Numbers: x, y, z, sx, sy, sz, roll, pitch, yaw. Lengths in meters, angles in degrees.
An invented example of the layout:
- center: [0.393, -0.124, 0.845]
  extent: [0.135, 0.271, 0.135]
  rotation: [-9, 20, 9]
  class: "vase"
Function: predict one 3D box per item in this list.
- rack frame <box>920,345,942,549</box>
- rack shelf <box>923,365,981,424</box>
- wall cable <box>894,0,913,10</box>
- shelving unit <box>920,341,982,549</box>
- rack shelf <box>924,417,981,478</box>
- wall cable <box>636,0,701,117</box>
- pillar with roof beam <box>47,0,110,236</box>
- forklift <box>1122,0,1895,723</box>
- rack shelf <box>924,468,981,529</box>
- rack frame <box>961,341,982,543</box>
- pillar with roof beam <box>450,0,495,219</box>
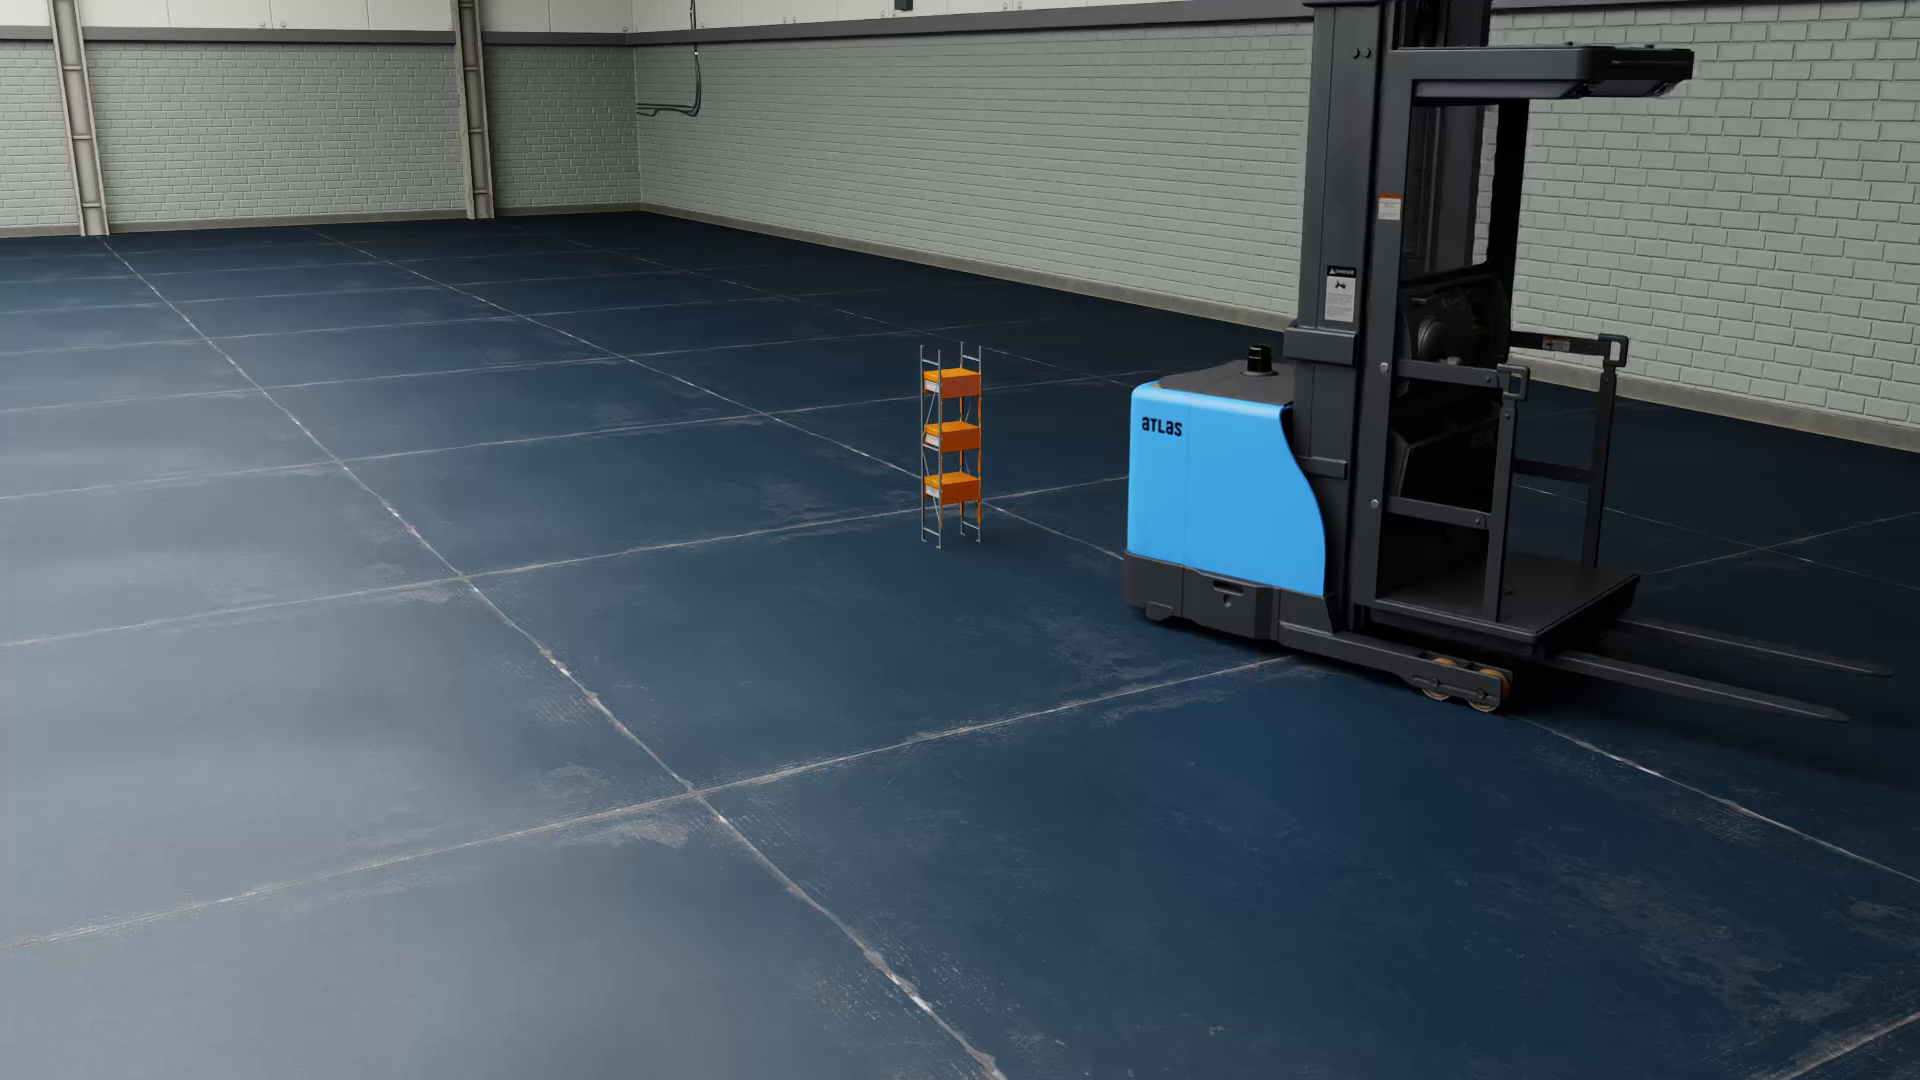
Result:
- center: [-0.150, -0.481, 8.681]
  extent: [0.008, 1.050, 0.200]
  rotation: [-9, 18, -30]
  class: "rack frame"
- center: [-0.046, -0.761, 8.668]
  extent: [0.240, 0.259, 0.215]
  rotation: [-9, 18, -30]
  class: "rack shelf"
- center: [-0.223, -9.457, 19.675]
  extent: [0.169, 6.003, 2.305]
  rotation: [-9, 18, -30]
  class: "wall cable"
- center: [-0.046, -0.498, 8.742]
  extent: [0.252, 1.050, 0.215]
  rotation: [-9, 18, -30]
  class: "shelving unit"
- center: [-0.046, -0.488, 8.744]
  extent: [0.240, 0.259, 0.215]
  rotation: [-9, 18, -30]
  class: "rack shelf"
- center: [-5.099, -8.523, 28.397]
  extent: [0.112, 2.526, 3.097]
  rotation: [-9, 18, -30]
  class: "wall cable"
- center: [-11.231, -8.085, 21.080]
  extent: [0.400, 9.000, 9.100]
  rotation: [-9, 18, -30]
  class: "pillar with roof beam"
- center: [2.187, -0.898, 6.684]
  extent: [3.031, 2.935, 1.130]
  rotation: [13, 20, 39]
  class: "forklift"
- center: [-0.046, -0.220, 8.819]
  extent: [0.240, 0.259, 0.215]
  rotation: [-9, 18, -30]
  class: "rack shelf"
- center: [0.059, -0.515, 8.802]
  extent: [0.008, 1.050, 0.200]
  rotation: [-9, 18, -30]
  class: "rack frame"
- center: [-6.088, -8.919, 24.055]
  extent: [0.400, 9.000, 9.100]
  rotation: [-9, 18, -30]
  class: "pillar with roof beam"
